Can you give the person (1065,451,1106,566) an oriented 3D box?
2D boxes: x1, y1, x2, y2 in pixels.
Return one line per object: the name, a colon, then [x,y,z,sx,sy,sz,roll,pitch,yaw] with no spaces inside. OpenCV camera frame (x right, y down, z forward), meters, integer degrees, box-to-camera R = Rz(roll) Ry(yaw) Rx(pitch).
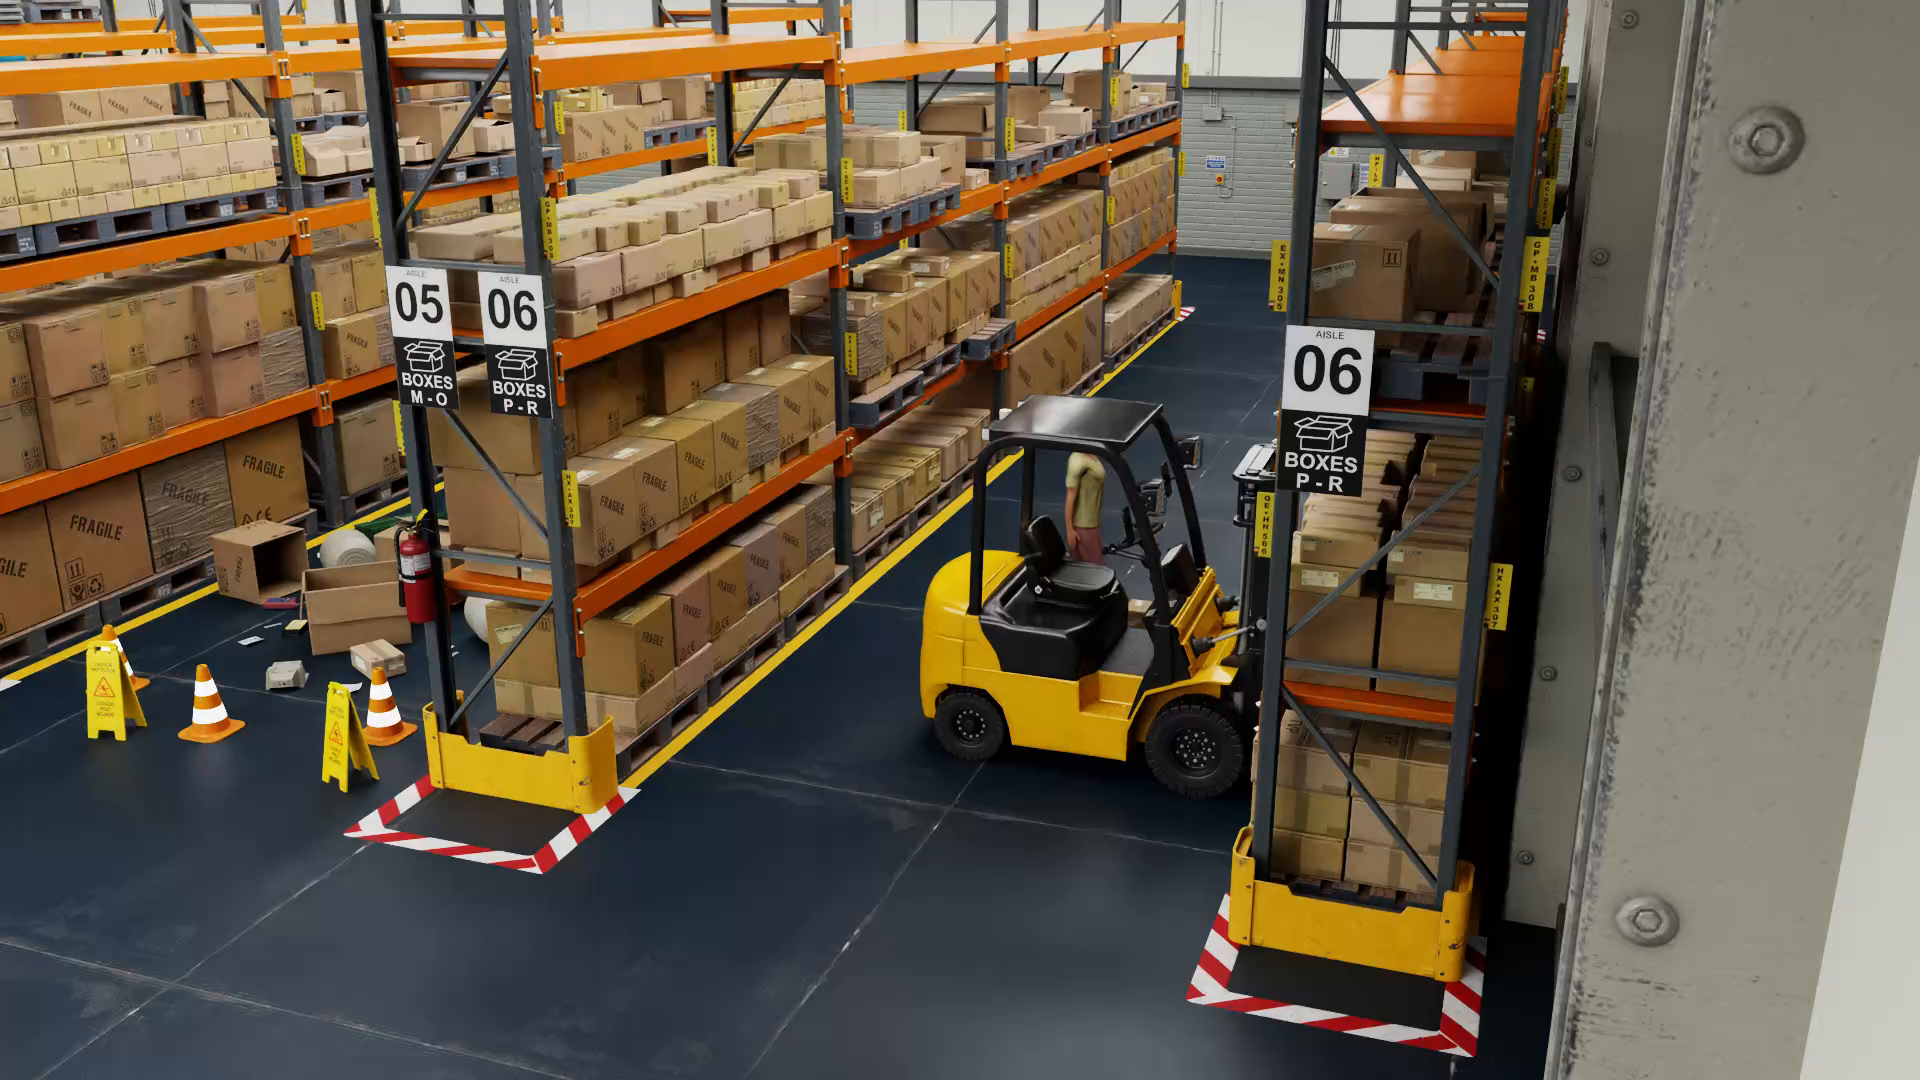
person: [1.006,-0.116,12.380,0.592,1.672,0.457,3,19,8]
